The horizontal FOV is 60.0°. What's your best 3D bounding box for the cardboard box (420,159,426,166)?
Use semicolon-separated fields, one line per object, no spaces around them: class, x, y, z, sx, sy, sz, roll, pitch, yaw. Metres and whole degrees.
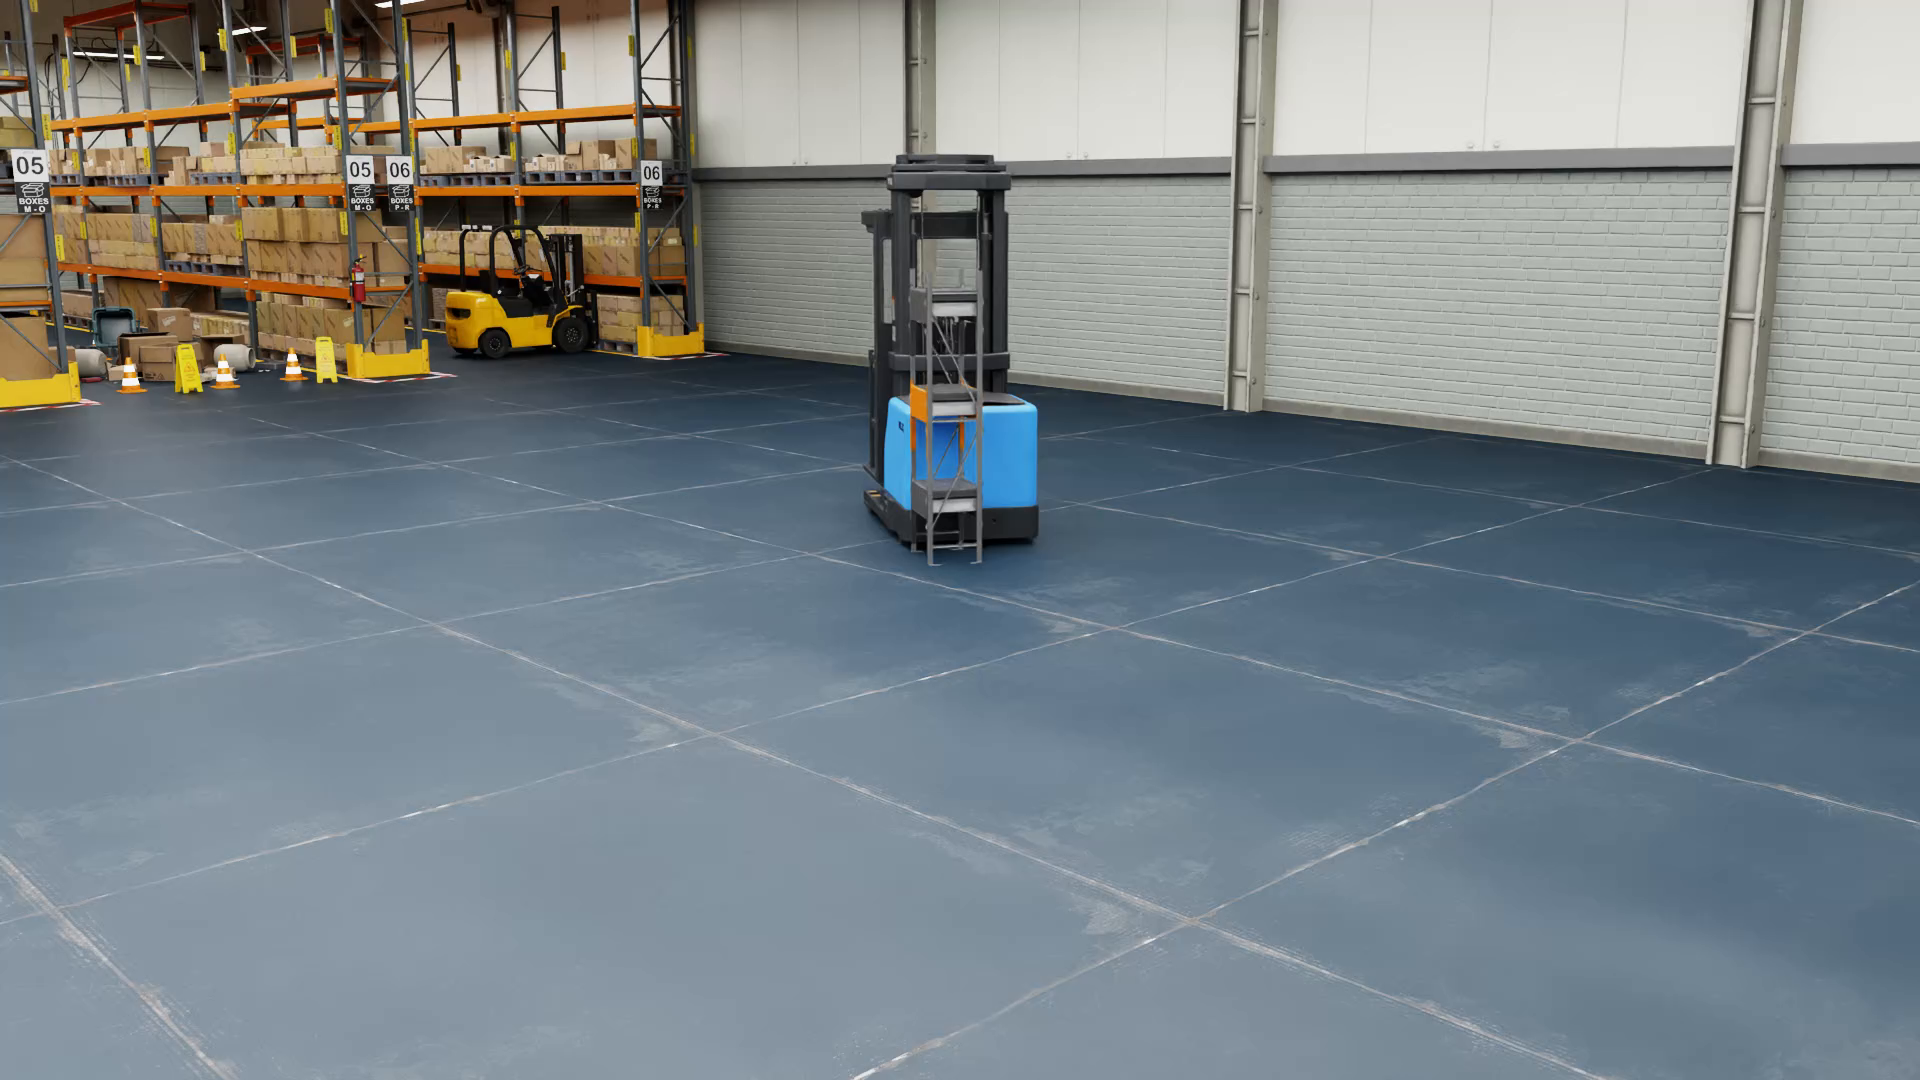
cardboard box;-10.884;-7.537;33.272;0.380;0.149;0.250;-10;15;-41

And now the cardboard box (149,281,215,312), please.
cardboard box;-14.437;-4.376;30.944;0.875;0.875;0.875;-11;16;-43

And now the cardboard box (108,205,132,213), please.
cardboard box;-16.813;-6.621;33.282;0.380;0.149;0.250;-11;16;-43

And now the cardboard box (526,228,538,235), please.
cardboard box;-7.665;-5.632;30.221;0.380;0.149;0.250;-10;16;-41

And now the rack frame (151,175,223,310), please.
rack frame;-14.020;-5.099;30.226;1.000;3.000;0.127;-11;16;-43

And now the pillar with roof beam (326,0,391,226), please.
pillar with roof beam;-16.138;-8.940;34.005;9.100;9.000;0.548;-11;16;-43

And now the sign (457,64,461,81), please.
sign;-10.034;-9.342;33.249;0.100;0.325;0.005;-11;16;-43

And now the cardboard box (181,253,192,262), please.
cardboard box;-13.429;-4.973;29.196;0.380;0.149;0.250;-11;16;-42

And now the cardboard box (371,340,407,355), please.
cardboard box;-8.853;-2.946;25.553;0.500;0.250;0.500;-11;16;-43

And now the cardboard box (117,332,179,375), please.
cardboard box;-12.191;-2.814;24.986;0.797;0.637;0.503;-11;16;-43

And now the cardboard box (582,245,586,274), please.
cardboard box;-6.499;-4.931;29.165;0.500;0.500;0.500;-11;16;-42

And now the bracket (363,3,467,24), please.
bracket;-11.203;-10.815;34.183;0.076;0.066;4.783;-11;16;-43

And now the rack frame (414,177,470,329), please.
rack frame;-10.433;-5.791;33.586;1.000;3.000;0.127;-11;16;-43

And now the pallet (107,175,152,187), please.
pallet;-15.278;-6.725;31.153;1.003;0.211;1.213;-10;15;-40

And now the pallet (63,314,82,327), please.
pallet;-18.098;-4.617;34.797;1.003;0.211;1.213;-11;16;-43

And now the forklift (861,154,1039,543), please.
forklift;-0.204;-1.665;13.730;1.130;2.935;3.031;-2;12;-12

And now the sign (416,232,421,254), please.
sign;-8.103;-4.431;24.839;0.100;0.325;0.005;-11;16;-43

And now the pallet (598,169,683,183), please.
pallet;-5.378;-6.156;28.144;1.003;0.211;1.213;-11;16;-43

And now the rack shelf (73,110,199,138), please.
rack shelf;-15.401;-7.781;31.151;1.077;0.370;4.000;-11;16;-43

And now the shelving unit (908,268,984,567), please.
shelving unit;-0.102;-0.892;12.040;0.431;2.100;0.503;-3;12;-15

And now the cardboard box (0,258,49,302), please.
cardboard box;-12.295;-3.348;21.357;0.875;0.550;0.550;-11;16;-43

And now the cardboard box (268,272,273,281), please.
cardboard box;-10.855;-4.237;26.666;0.380;0.149;0.250;-11;16;-43

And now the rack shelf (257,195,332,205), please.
rack shelf;-14.576;-7.783;37.606;1.077;0.370;4.000;-11;16;-43

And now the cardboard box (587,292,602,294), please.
cardboard box;-6.509;-4.217;29.241;0.500;0.250;0.500;-11;16;-44

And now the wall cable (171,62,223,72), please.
wall cable;-18.929;-13.623;42.951;2.988;3.039;0.133;-11;16;-43

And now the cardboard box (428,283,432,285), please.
cardboard box;-10.961;-5.277;34.639;0.380;0.149;0.250;-11;16;-42

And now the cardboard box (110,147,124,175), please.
cardboard box;-15.447;-7.039;30.923;0.500;0.500;0.500;-11;16;-42

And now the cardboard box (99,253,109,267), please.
cardboard box;-16.311;-5.433;32.219;0.500;0.250;0.500;11;16;44

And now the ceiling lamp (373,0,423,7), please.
ceiling lamp;-9.165;-10.678;27.974;0.800;3.185;2.000;-11;16;-43

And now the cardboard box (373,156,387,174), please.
cardboard box;-8.650;-5.583;24.778;0.500;0.250;0.500;-11;16;-44

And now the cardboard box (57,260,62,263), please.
cardboard box;-18.355;-5.988;34.293;0.500;0.500;0.500;-10;15;-41

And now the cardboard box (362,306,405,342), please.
cardboard box;-8.869;-3.317;25.494;0.500;0.500;0.500;11;16;43

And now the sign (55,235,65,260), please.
sign;-11.600;-3.766;21.415;0.100;0.325;0.005;-11;16;-43

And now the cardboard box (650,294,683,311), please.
cardboard box;-5.103;-4.069;28.522;0.500;0.250;0.500;-11;16;-43

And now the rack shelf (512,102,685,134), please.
rack shelf;-6.289;-7.305;28.844;1.077;0.370;4.000;-11;16;-43

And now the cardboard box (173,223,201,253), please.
cardboard box;-13.512;-5.326;29.304;0.500;0.500;0.500;-10;15;-40

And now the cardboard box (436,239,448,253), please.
cardboard box;-9.958;-5.790;32.716;0.500;0.250;0.500;-10;15;-41

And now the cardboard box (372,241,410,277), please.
cardboard box;-8.622;-4.234;25.042;0.500;0.500;0.500;-11;16;-43

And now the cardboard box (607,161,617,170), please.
cardboard box;-5.700;-6.303;27.971;0.250;0.149;0.380;11;16;44

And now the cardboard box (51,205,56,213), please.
cardboard box;-18.459;-6.800;34.151;0.250;0.149;0.380;11;16;44

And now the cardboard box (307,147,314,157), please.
cardboard box;-9.584;-5.835;25.011;0.380;0.149;0.250;-11;16;-43

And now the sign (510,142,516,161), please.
sign;-8.056;-7.007;29.992;0.100;0.325;0.005;-11;16;-43

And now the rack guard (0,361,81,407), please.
rack guard;-11.989;-1.999;21.375;1.175;0.500;0.348;-11;16;-43

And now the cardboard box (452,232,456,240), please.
cardboard box;-9.660;-5.929;32.398;0.380;0.149;0.250;-11;16;-42

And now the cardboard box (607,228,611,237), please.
cardboard box;-5.819;-5.272;28.472;0.380;0.149;0.250;-11;16;-42

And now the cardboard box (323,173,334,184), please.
cardboard box;-9.140;-5.322;24.499;0.380;0.149;0.250;-11;16;-42

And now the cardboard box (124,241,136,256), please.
cardboard box;-15.264;-5.452;31.072;0.500;0.250;0.500;11;16;44

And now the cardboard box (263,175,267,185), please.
cardboard box;-10.829;-5.715;26.405;0.380;0.149;0.250;-11;16;-43

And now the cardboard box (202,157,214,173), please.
cardboard box;-12.463;-6.331;28.102;0.500;0.250;0.500;-11;16;-42

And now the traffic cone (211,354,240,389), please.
traffic cone;-10.294;-2.367;23.256;0.336;0.463;0.334;-11;16;-43

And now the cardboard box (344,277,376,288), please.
cardboard box;-8.908;-3.833;24.705;0.380;0.149;0.250;-10;15;-41
